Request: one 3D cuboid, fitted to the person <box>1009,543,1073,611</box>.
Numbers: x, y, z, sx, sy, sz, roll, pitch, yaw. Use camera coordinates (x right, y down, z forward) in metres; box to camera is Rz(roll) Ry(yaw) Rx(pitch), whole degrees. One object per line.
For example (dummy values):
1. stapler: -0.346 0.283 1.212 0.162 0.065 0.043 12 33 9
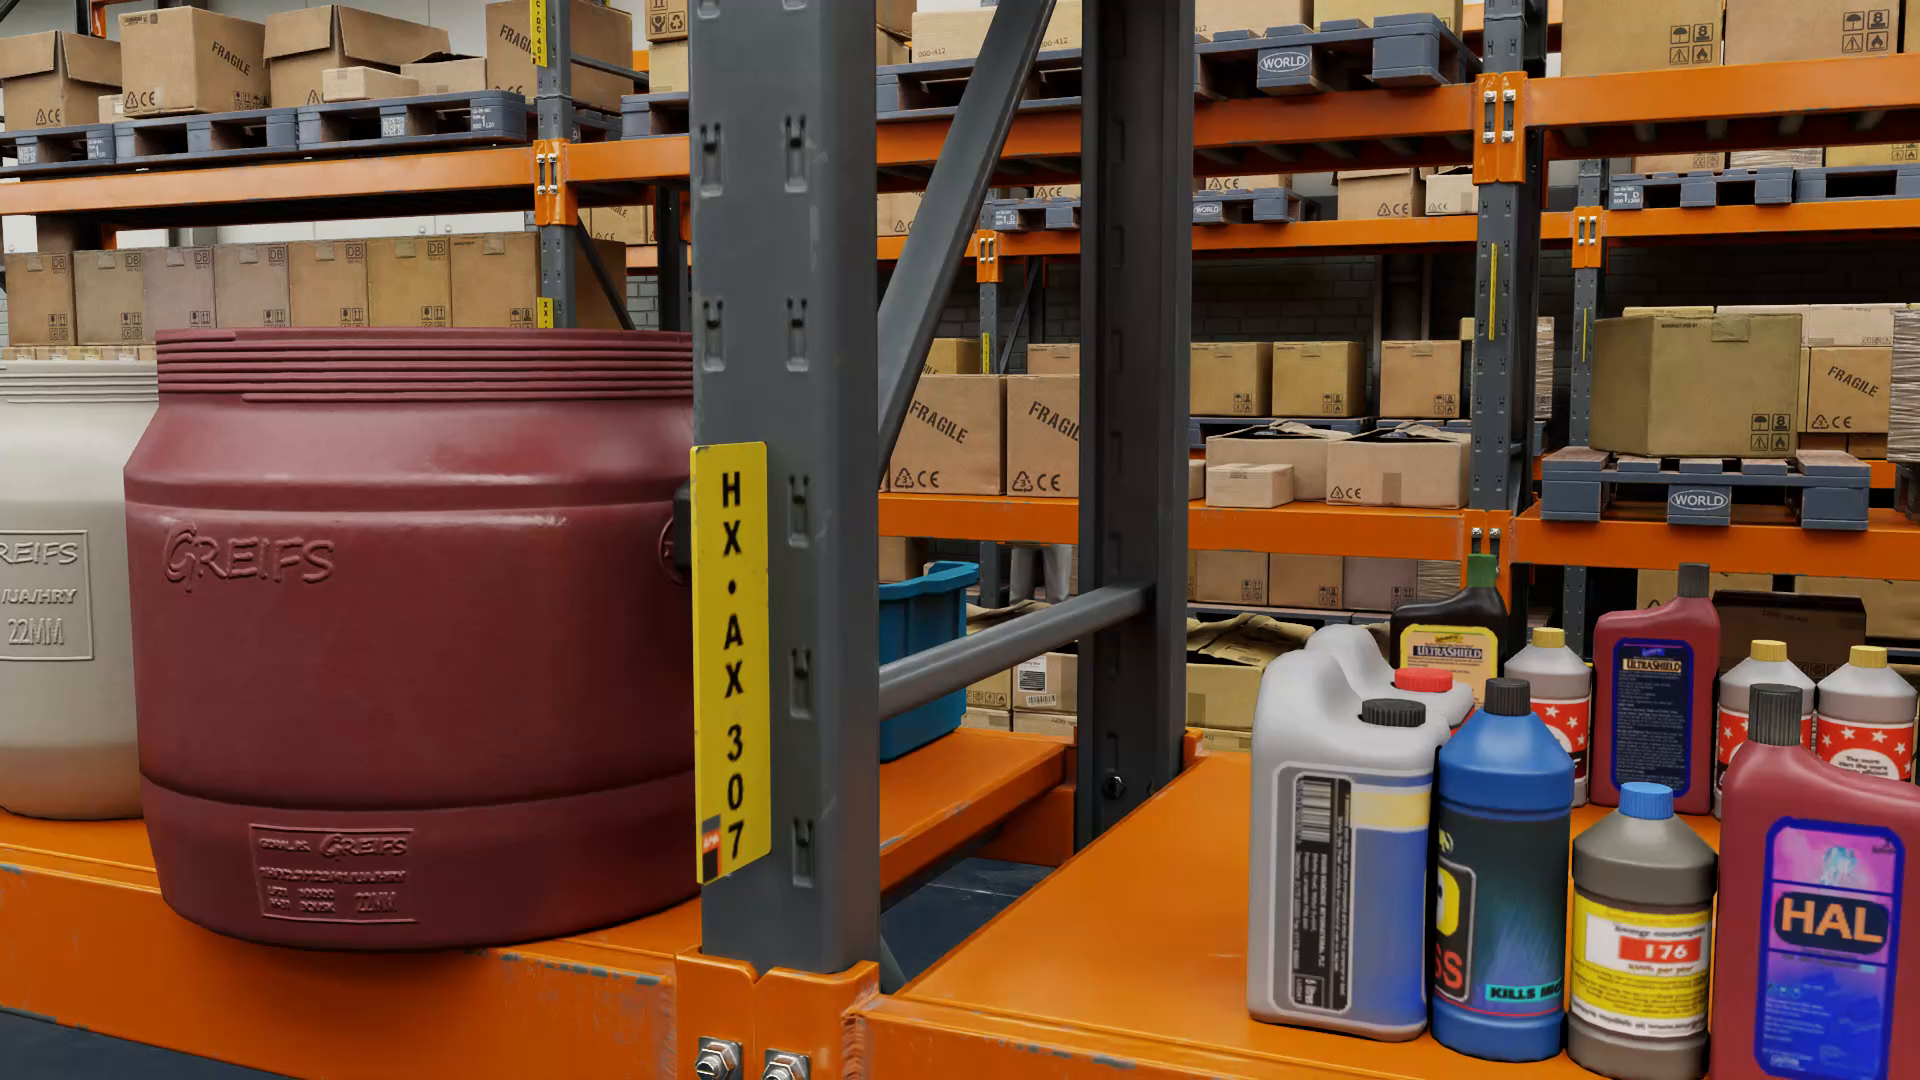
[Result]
1. person: 0.470 -0.002 9.749 0.461 1.674 0.503 2 6 23
